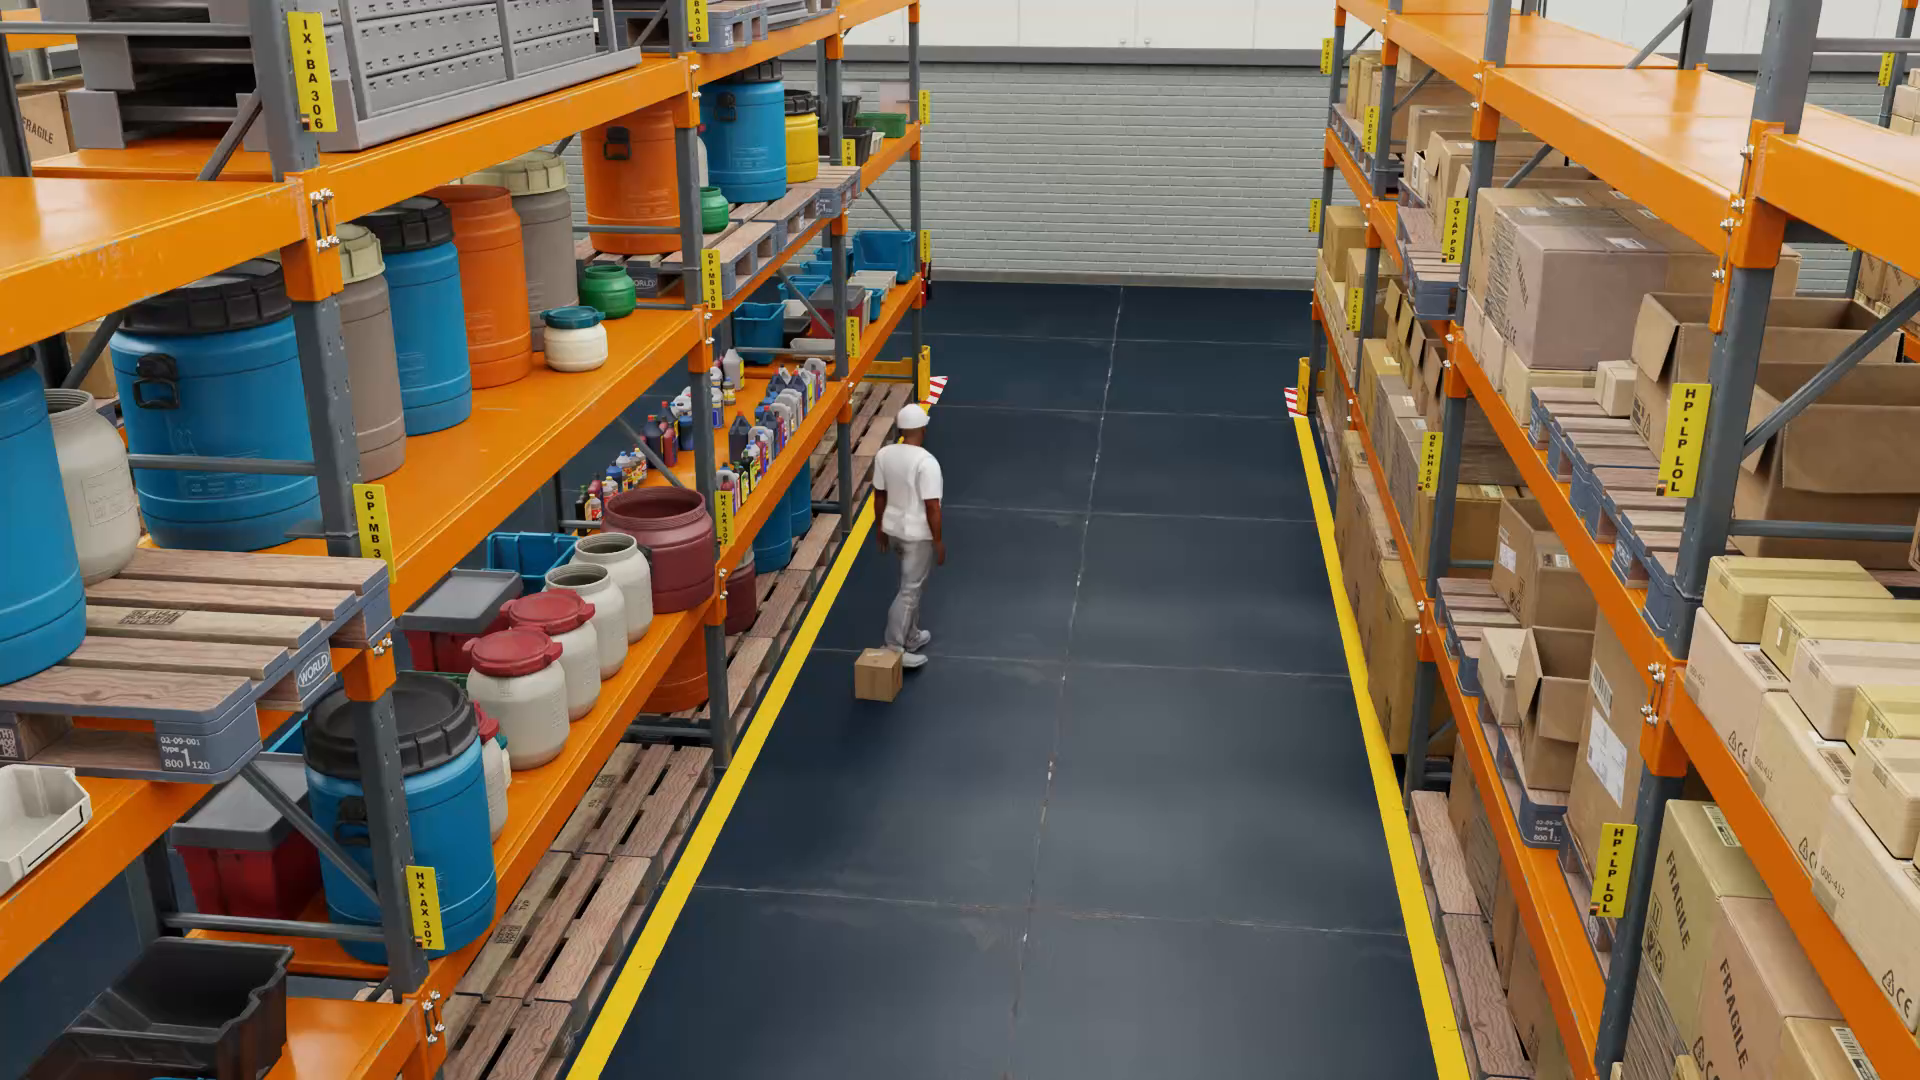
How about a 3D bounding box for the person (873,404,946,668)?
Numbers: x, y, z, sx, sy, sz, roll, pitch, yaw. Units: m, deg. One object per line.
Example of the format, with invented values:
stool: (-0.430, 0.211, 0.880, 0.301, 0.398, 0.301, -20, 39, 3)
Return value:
person: (-0.357, -0.033, 11.141, 0.567, 1.756, 0.597, -18, 27, -39)
